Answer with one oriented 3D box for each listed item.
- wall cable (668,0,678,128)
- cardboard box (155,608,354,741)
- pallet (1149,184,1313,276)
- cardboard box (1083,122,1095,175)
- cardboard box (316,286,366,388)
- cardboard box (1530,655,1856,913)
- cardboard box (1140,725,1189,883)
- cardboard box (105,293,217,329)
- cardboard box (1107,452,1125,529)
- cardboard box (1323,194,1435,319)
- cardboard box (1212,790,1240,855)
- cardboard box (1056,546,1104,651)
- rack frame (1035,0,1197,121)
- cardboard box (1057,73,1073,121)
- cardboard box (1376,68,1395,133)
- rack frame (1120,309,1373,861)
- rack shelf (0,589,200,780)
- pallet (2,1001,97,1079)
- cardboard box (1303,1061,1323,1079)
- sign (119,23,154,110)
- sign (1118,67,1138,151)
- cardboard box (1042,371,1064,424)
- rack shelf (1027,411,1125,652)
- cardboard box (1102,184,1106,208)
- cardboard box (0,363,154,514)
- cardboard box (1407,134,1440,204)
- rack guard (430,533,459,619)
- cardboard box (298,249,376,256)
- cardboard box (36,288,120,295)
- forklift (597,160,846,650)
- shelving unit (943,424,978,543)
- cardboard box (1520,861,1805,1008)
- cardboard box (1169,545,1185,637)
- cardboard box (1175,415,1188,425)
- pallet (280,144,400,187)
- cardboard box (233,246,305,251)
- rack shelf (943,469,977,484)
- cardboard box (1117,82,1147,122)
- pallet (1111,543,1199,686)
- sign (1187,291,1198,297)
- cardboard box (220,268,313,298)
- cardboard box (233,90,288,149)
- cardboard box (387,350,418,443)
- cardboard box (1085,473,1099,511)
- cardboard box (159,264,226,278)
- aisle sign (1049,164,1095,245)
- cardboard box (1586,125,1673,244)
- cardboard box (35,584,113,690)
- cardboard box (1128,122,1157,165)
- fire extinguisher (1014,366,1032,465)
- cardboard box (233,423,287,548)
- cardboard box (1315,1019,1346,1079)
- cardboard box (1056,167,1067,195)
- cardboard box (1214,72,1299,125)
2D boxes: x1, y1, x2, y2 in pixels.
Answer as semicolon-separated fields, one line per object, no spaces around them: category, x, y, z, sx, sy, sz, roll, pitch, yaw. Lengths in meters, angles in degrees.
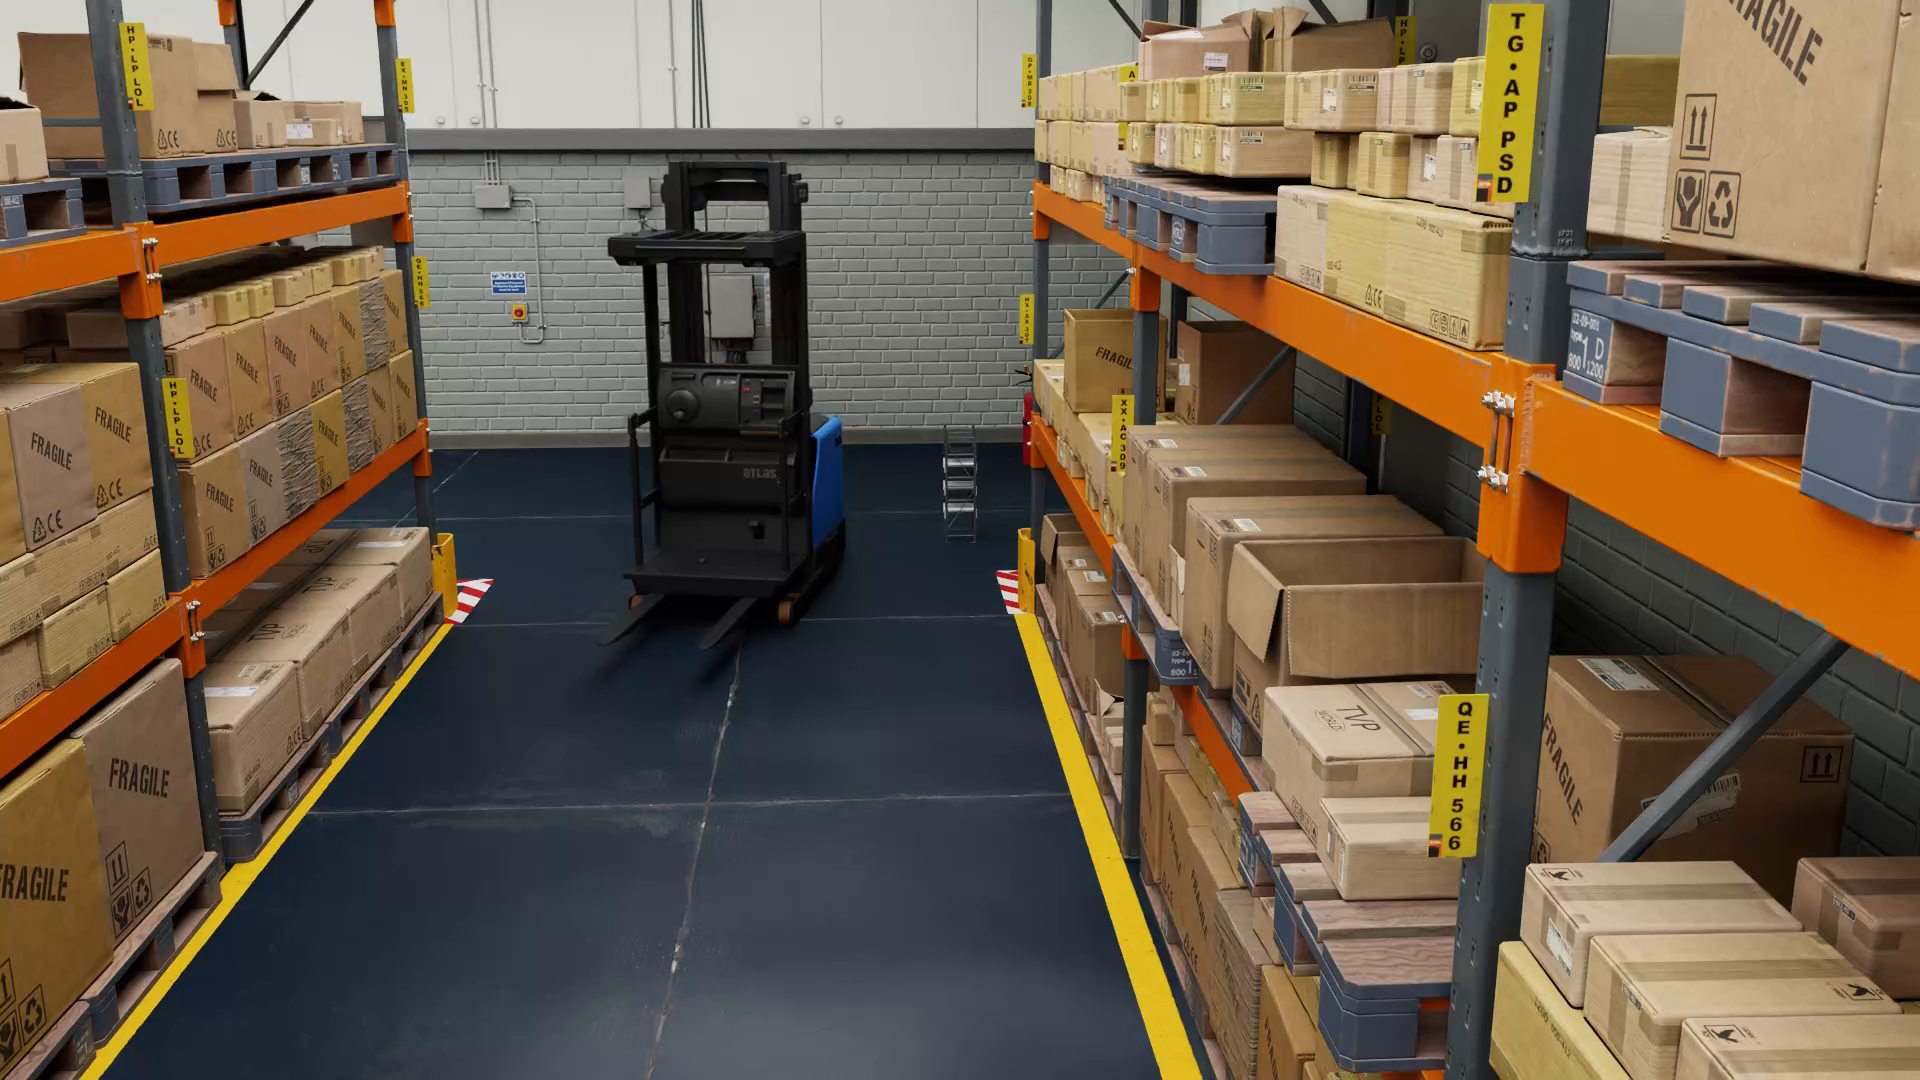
wall cable;-3.855;-5.283;15.500;2.355;3.000;0.029;-1;14;-3
cardboard box;-3.712;0.695;8.603;0.875;0.438;0.875;-1;14;-5
pallet;1.267;-0.980;5.172;1.213;0.211;1.003;-1;14;-3
cardboard box;0.887;-1.936;8.216;0.500;0.250;0.500;-1;14;-2
cardboard box;-3.616;-1.120;9.153;0.500;0.500;0.500;-1;14;-4
cardboard box;1.601;0.573;3.735;0.500;0.500;0.500;0;14;-1
cardboard box;1.035;1.092;6.937;0.500;0.500;0.500;0;14;-1
cardboard box;-3.575;-1.017;7.452;0.380;0.149;0.250;-1;14;-4
cardboard box;0.955;-0.233;7.618;0.500;0.250;0.500;-1;14;-2
cardboard box;1.171;-0.673;3.905;0.500;0.250;0.500;-1;14;-3
cardboard box;1.117;1.009;5.956;0.380;0.149;0.250;-1;14;-4
cardboard box;0.939;0.340;9.859;0.700;0.500;0.500;0;14;-1
rack frame;0.982;-3.939;10.278;1.000;3.000;0.127;-1;14;-3
cardboard box;0.816;-2.434;9.149;0.500;0.250;0.500;-1;14;-4
cardboard box;1.209;-1.039;3.928;0.380;0.149;0.250;-1;14;-4
rack frame;1.229;-0.039;7.159;1.000;3.000;0.127;-1;14;-3
rack shelf;-3.601;0.884;5.014;1.077;0.370;4.000;-1;14;-3
pallet;-3.523;1.884;5.281;1.003;0.211;1.213;-1;14;-3
cardboard box;1.216;1.736;4.432;0.500;0.500;0.500;-1;14;-4
sign;-3.183;-1.828;6.422;0.100;0.325;0.005;-1;14;-3
sign;0.688;-1.732;6.681;0.100;0.325;0.005;-1;14;-3
cardboard box;0.772;-0.863;10.065;0.500;0.250;0.500;-1;14;-3
rack shelf;1.106;-0.188;9.182;1.077;0.370;4.000;-1;14;-3
cardboard box;0.882;-1.644;7.881;0.380;0.149;0.250;-1;14;-4
cardboard box;-3.446;-0.387;6.304;0.500;0.500;0.500;0;14;-2
cardboard box;1.228;-0.832;3.723;0.380;0.149;0.250;-1;14;-2
rack guard;-3.974;0.248;11.058;1.175;0.500;0.348;-1;14;-3
cardboard box;-3.710;-1.654;9.927;0.380;0.149;0.250;-1;14;-2
cardboard box;-4.008;-1.072;7.665;0.380;0.149;0.250;-1;14;-4
forklift;-1.582;-0.955;10.856;1.130;2.935;3.031;2;15;8
shelving unit;-0.001;-0.438;12.922;0.258;0.900;0.210;-1;14;-3
cardboard box;1.203;0.677;2.873;0.380;0.149;0.250;0;14;-2
cardboard box;0.933;0.174;5.757;0.396;0.266;0.258;0;14;-1
cardboard box;1.400;-0.491;8.619;0.500;0.250;0.500;-1;14;-2
pallet;-3.916;-2.182;9.645;1.003;0.211;1.213;-1;14;-3
cardboard box;-4.227;-1.711;10.146;0.380;0.149;0.250;-1;14;-2
rack shelf;-0.001;-0.493;12.908;0.258;0.077;0.200;-1;14;-3
cardboard box;0.810;-1.685;6.399;0.380;0.149;0.250;0;14;-2
pallet;1.170;0.254;6.404;1.003;0.211;1.213;-1;14;-3
sign;1.537;-1.751;10.855;0.100;0.325;0.005;-1;14;-3
cardboard box;-3.619;-1.335;8.686;0.380;0.149;0.250;0;14;-2
cardboard box;-3.929;-2.245;8.846;0.500;0.311;0.500;-1;14;-2
cardboard box;-3.678;-0.889;10.261;0.500;0.500;0.500;-1;14;-3
cardboard box;0.847;-0.250;8.484;0.380;0.149;0.250;-1;14;-4
cardboard box;-4.161;-1.388;8.891;0.380;0.149;0.250;-1;14;-3
aisle sign;0.684;-2.305;10.750;0.394;0.787;0.004;-1;14;-3
cardboard box;1.196;-0.544;2.528;0.380;0.166;0.250;-1;14;-4
cardboard box;-3.415;0.345;5.965;0.500;0.250;0.500;-1;14;-4
cardboard box;0.832;-1.477;6.187;0.380;0.149;0.250;-1;14;-3
fire extinguisher;0.511;-0.845;11.196;0.296;0.674;0.183;-1;14;-3
cardboard box;-3.519;-0.256;7.801;0.500;0.500;0.500;-1;14;-3
cardboard box;1.174;1.396;4.452;0.380;0.149;0.250;-1;14;-5
cardboard box;0.747;-2.025;9.360;0.380;0.149;0.250;-1;14;-4
cardboard box;0.964;-1.303;4.914;0.380;0.149;0.250;-1;14;-3
